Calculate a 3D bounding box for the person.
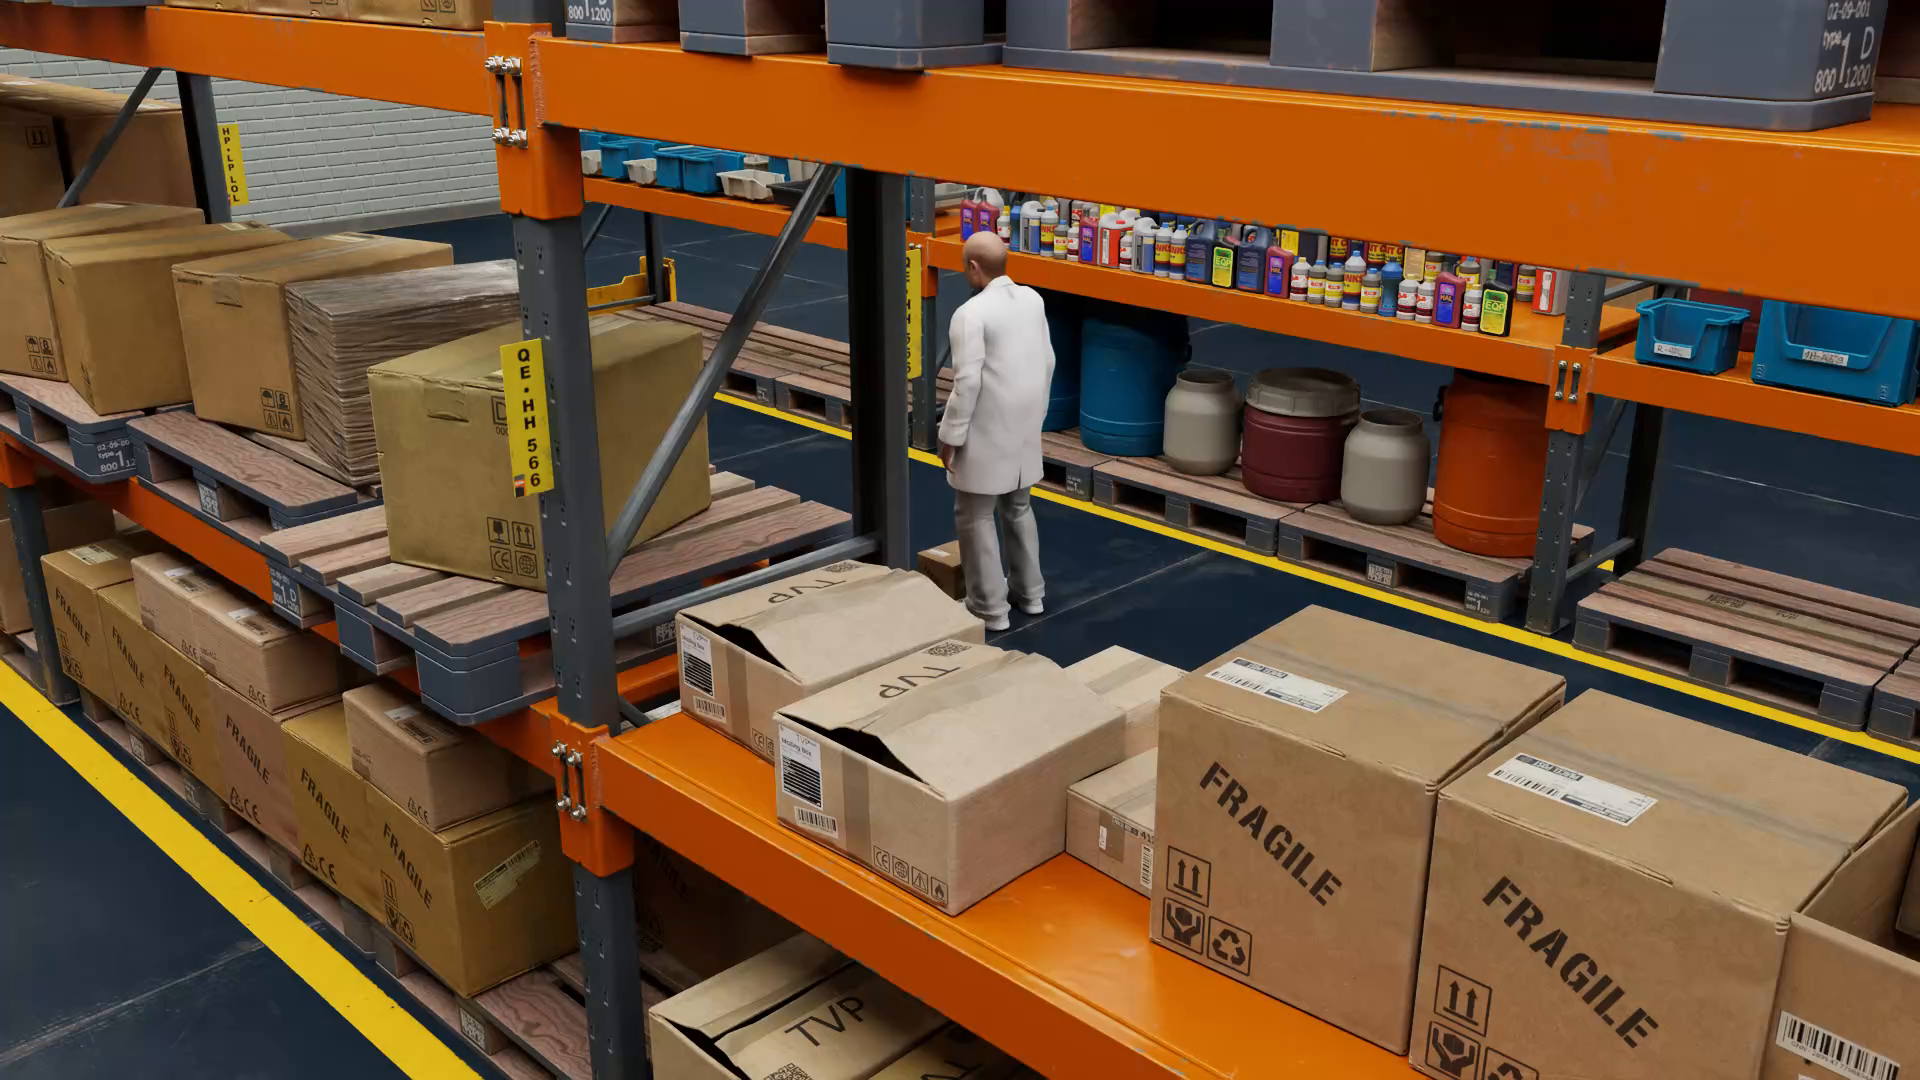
[{"bbox_3d":[0.157,-0.482,7.401,0.420,1.774,0.642,19,27,41],"label":"person"}]
